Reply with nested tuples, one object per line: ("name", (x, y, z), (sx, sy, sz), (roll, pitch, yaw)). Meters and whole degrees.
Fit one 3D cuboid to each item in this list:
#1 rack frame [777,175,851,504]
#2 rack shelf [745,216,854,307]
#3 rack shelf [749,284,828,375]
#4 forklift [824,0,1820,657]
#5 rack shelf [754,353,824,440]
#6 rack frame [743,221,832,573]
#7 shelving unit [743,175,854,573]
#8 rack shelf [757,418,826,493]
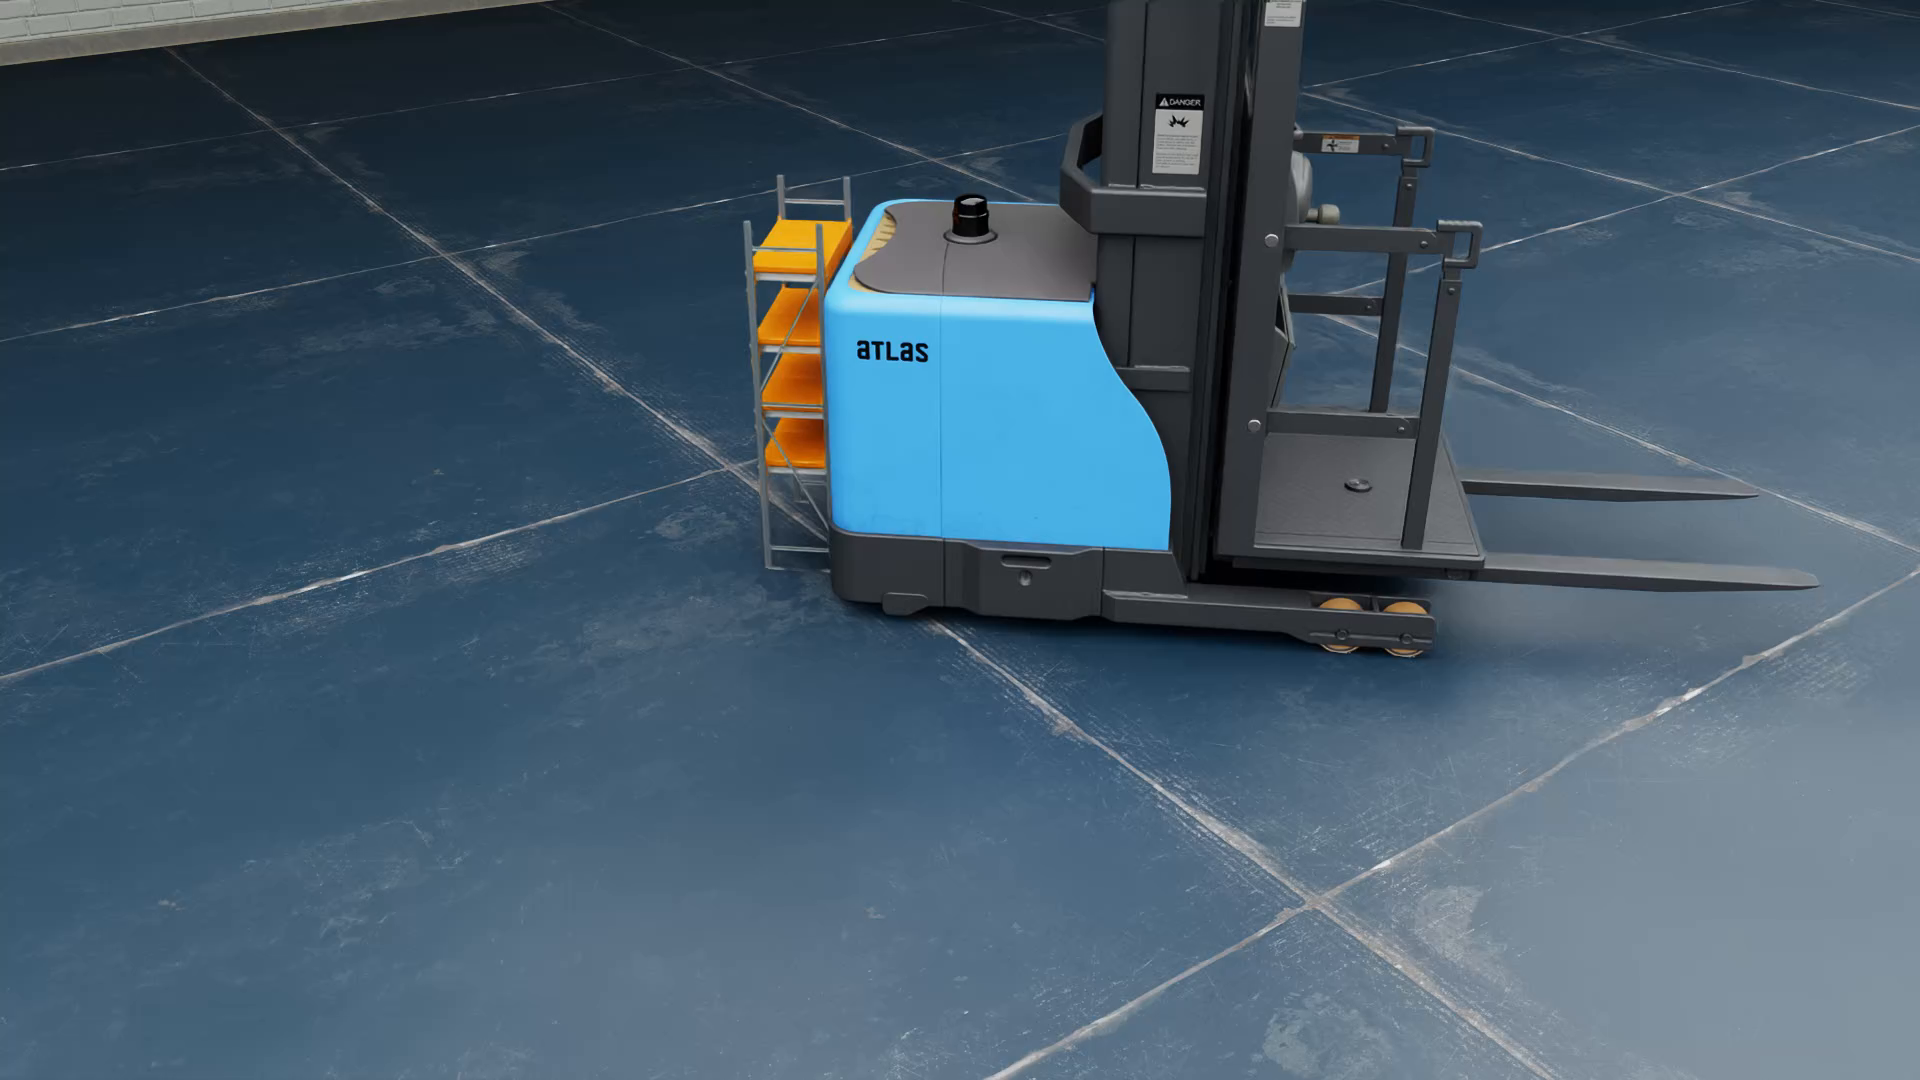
("rack frame", (-0.477, -0.656, 5.701), (0.240, 1.200, 0.015), (3, 29, 6))
("rack shelf", (-0.504, -0.886, 5.300), (0.258, 0.148, 0.480), (3, 29, 6))
("rack shelf", (-0.504, -0.678, 5.413), (0.258, 0.148, 0.480), (3, 29, 6))
("forklift", (1.141, -1.199, 4.886), (3.031, 2.935, 1.130), (3, 29, 6))
("rack shelf", (-0.504, -0.481, 5.520), (0.258, 0.148, 0.480), (3, 29, 6))
("rack frame", (-0.531, -0.424, 5.274), (0.240, 1.200, 0.015), (3, 29, 6))
("shelving unit", (-0.504, -0.540, 5.488), (0.258, 1.200, 0.503), (3, 29, 6))
("rack shelf", (-0.504, -0.307, 5.614), (0.258, 0.148, 0.480), (3, 29, 6))
